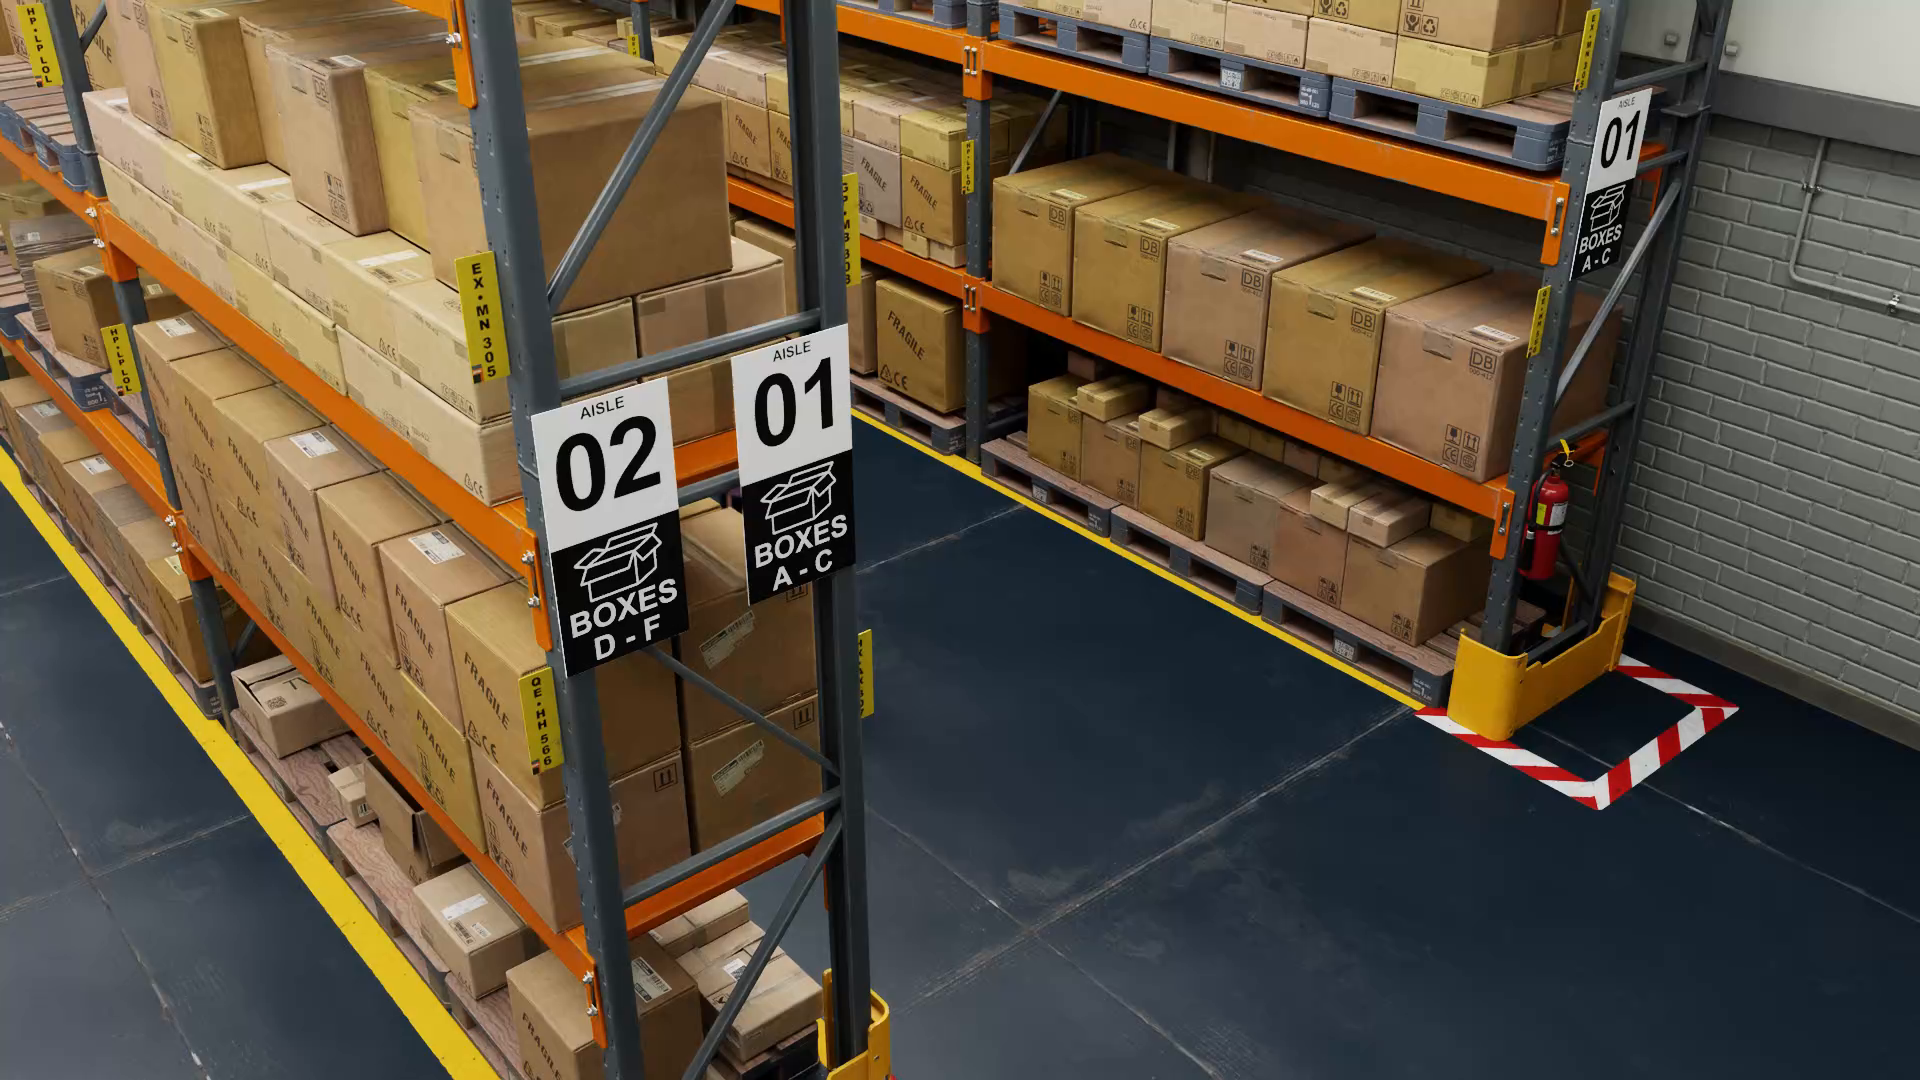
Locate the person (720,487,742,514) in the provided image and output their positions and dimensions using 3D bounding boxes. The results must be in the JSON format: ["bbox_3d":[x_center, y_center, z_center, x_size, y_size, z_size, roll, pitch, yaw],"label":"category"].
[{"bbox_3d":[-1.125,-0.288,9.147,0.406,1.558,0.859,-12,31,-22],"label":"person"}]
